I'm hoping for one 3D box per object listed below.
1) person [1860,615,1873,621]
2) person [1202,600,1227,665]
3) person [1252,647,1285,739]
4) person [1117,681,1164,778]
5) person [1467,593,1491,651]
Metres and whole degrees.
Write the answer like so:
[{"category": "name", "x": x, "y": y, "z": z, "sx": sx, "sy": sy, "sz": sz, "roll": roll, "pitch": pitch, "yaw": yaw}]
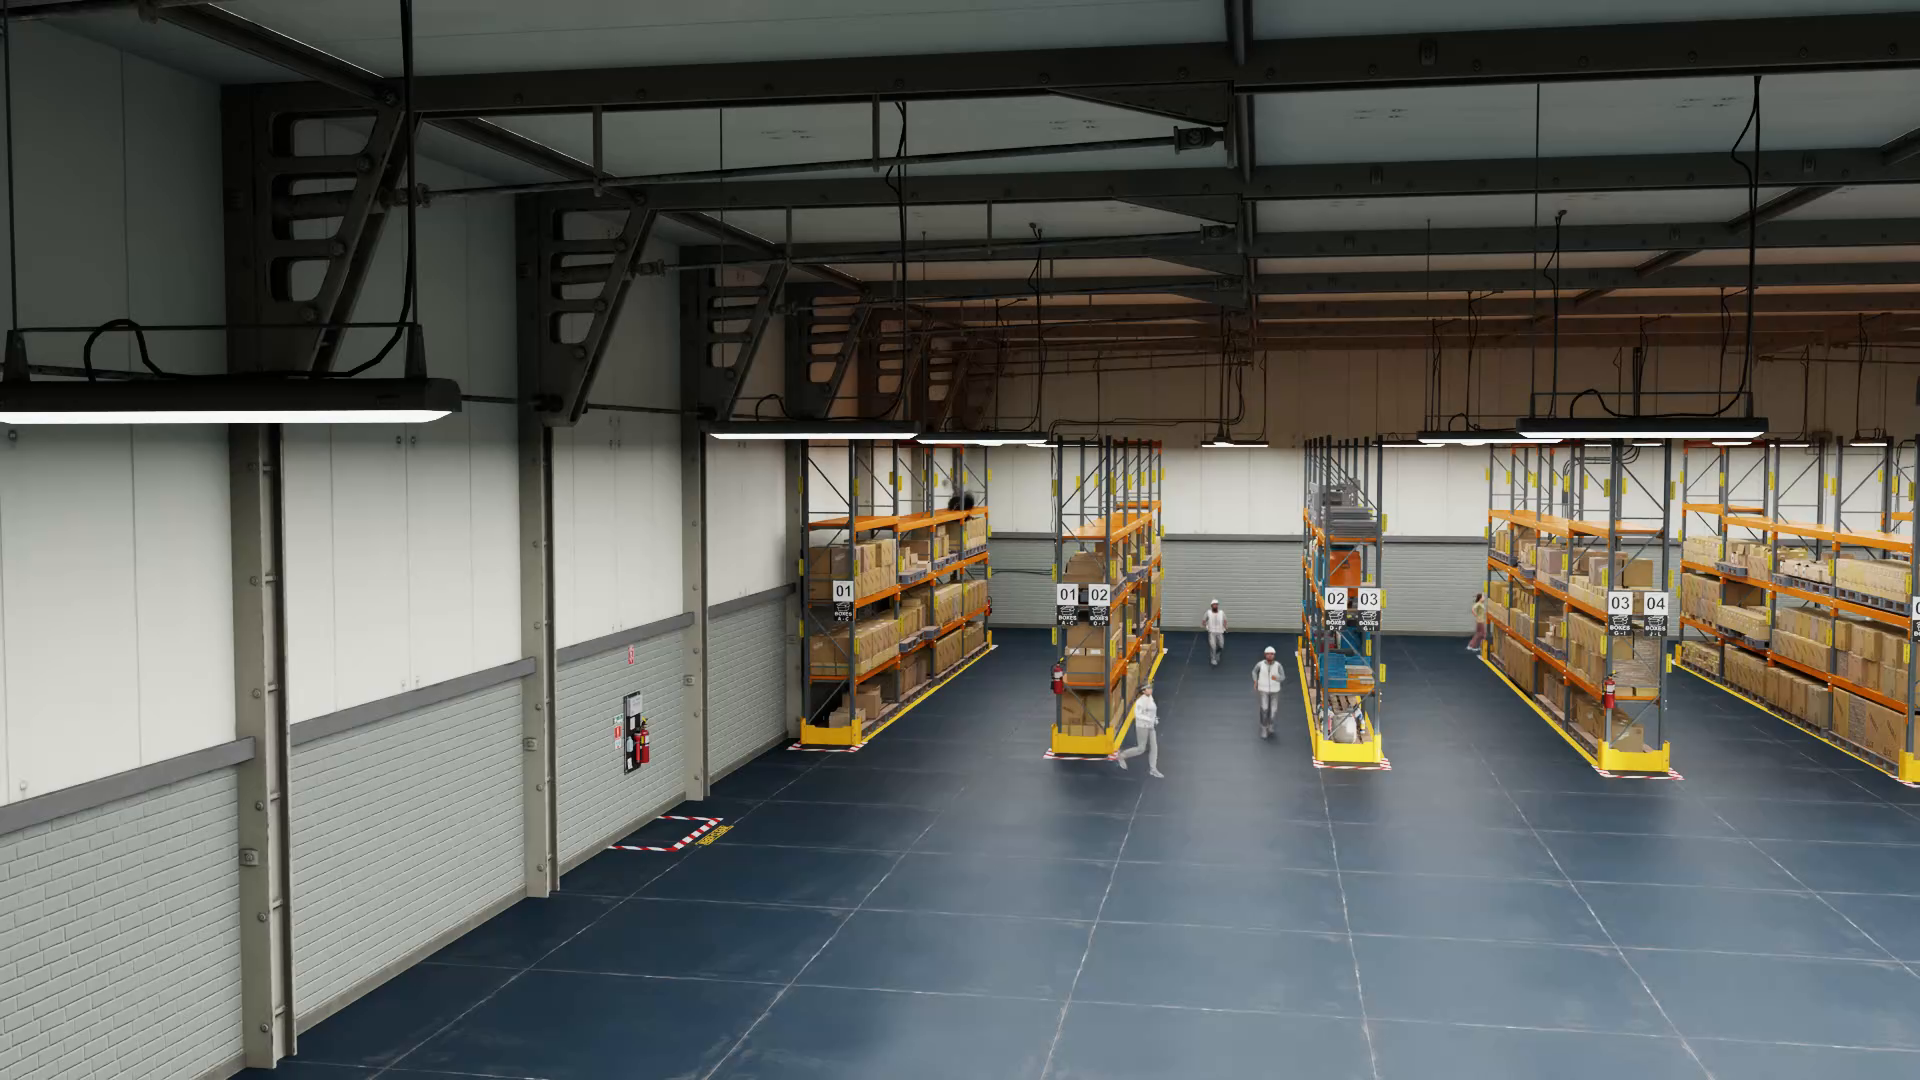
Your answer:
[{"category": "person", "x": 24.602, "y": 2.507, "z": 45.012, "sx": 0.810, "sy": 1.601, "sz": 0.560, "roll": 2, "pitch": 4, "yaw": 30}, {"category": "person", "x": 6.788, "y": 2.461, "z": 44.291, "sx": 0.679, "sy": 1.733, "sz": 0.621, "roll": 0, "pitch": 3, "yaw": -3}, {"category": "person", "x": 6.171, "y": 3.044, "z": 33.227, "sx": 0.624, "sy": 1.831, "sz": 0.752, "roll": 0, "pitch": 3, "yaw": 4}, {"category": "person", "x": 3.216, "y": 3.306, "z": 29.255, "sx": 0.866, "sy": 1.703, "sz": 0.626, "roll": 2, "pitch": 4, "yaw": 36}, {"category": "person", "x": 14.632, "y": 2.358, "z": 46.771, "sx": 0.690, "sy": 1.723, "sz": 0.560, "roll": 1, "pitch": 3, "yaw": 19}]
